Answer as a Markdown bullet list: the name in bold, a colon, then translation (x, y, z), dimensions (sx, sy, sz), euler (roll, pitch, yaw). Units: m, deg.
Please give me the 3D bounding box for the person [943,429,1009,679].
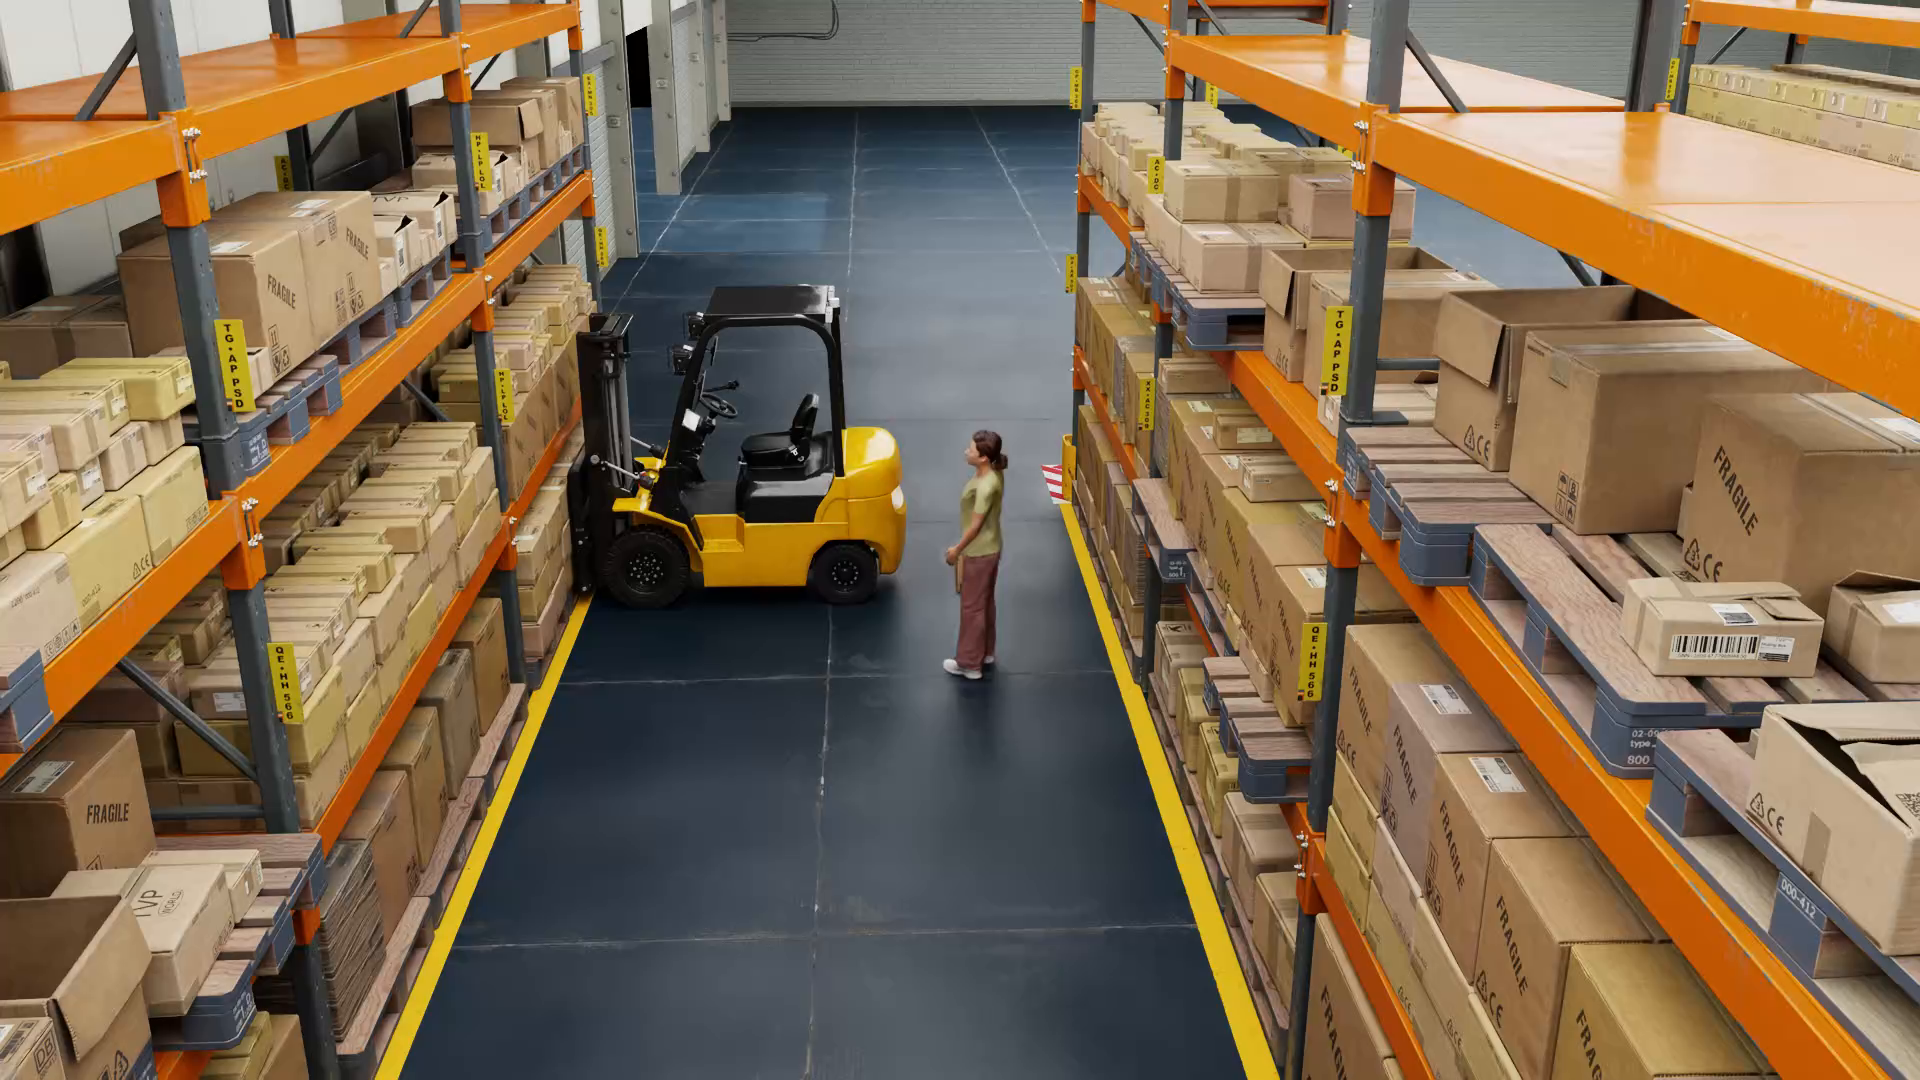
- **person**: translation (0.107, 0.069, 10.837), dimensions (0.432, 1.684, 0.525), euler (3, 21, 7)
